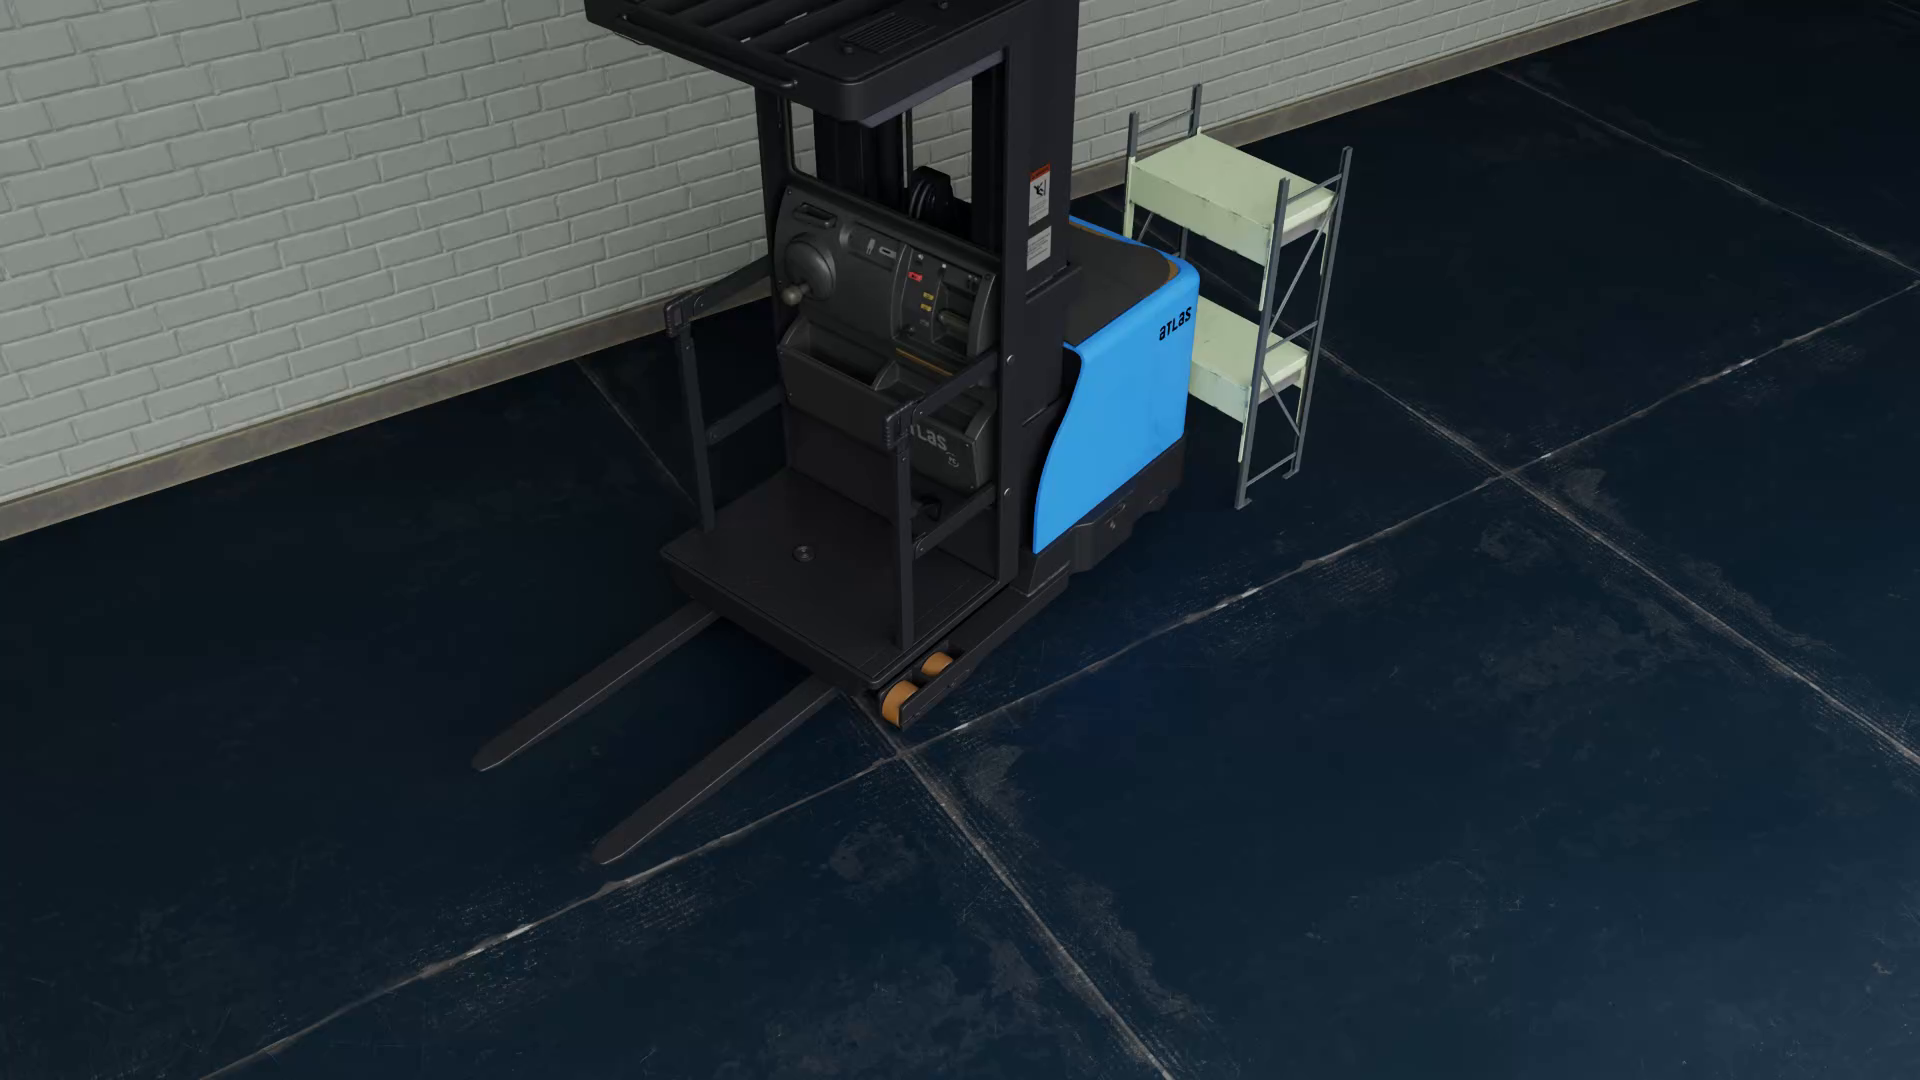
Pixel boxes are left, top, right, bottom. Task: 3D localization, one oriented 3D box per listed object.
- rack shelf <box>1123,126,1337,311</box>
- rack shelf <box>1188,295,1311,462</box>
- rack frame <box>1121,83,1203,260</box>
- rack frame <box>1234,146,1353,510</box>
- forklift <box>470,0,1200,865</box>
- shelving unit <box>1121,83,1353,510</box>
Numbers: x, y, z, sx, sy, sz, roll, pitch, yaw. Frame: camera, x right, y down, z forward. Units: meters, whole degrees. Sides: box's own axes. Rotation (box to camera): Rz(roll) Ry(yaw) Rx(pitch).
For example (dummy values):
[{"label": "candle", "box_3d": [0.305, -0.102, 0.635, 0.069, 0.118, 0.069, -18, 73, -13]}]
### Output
[{"label": "rack shelf", "box_3d": [1.049, -1.265, 6.485, 0.431, 0.370, 0.720, -30, 48, -31]}, {"label": "rack shelf", "box_3d": [1.047, -0.713, 6.942, 0.431, 0.370, 0.720, -30, 48, -31]}, {"label": "rack frame", "box_3d": [0.801, -1.137, 6.941, 0.400, 1.500, 0.023, -30, 48, -31]}, {"label": "rack frame", "box_3d": [1.295, -0.792, 6.527, 0.400, 1.500, 0.023, -30, 48, -31]}, {"label": "forklift", "box_3d": [-0.400, -0.821, 5.445, 1.130, 2.935, 3.031, 28, 47, 30]}, {"label": "shelving unit", "box_3d": [1.048, -0.964, 6.734, 0.431, 1.500, 0.755, -30, 48, -31]}]
